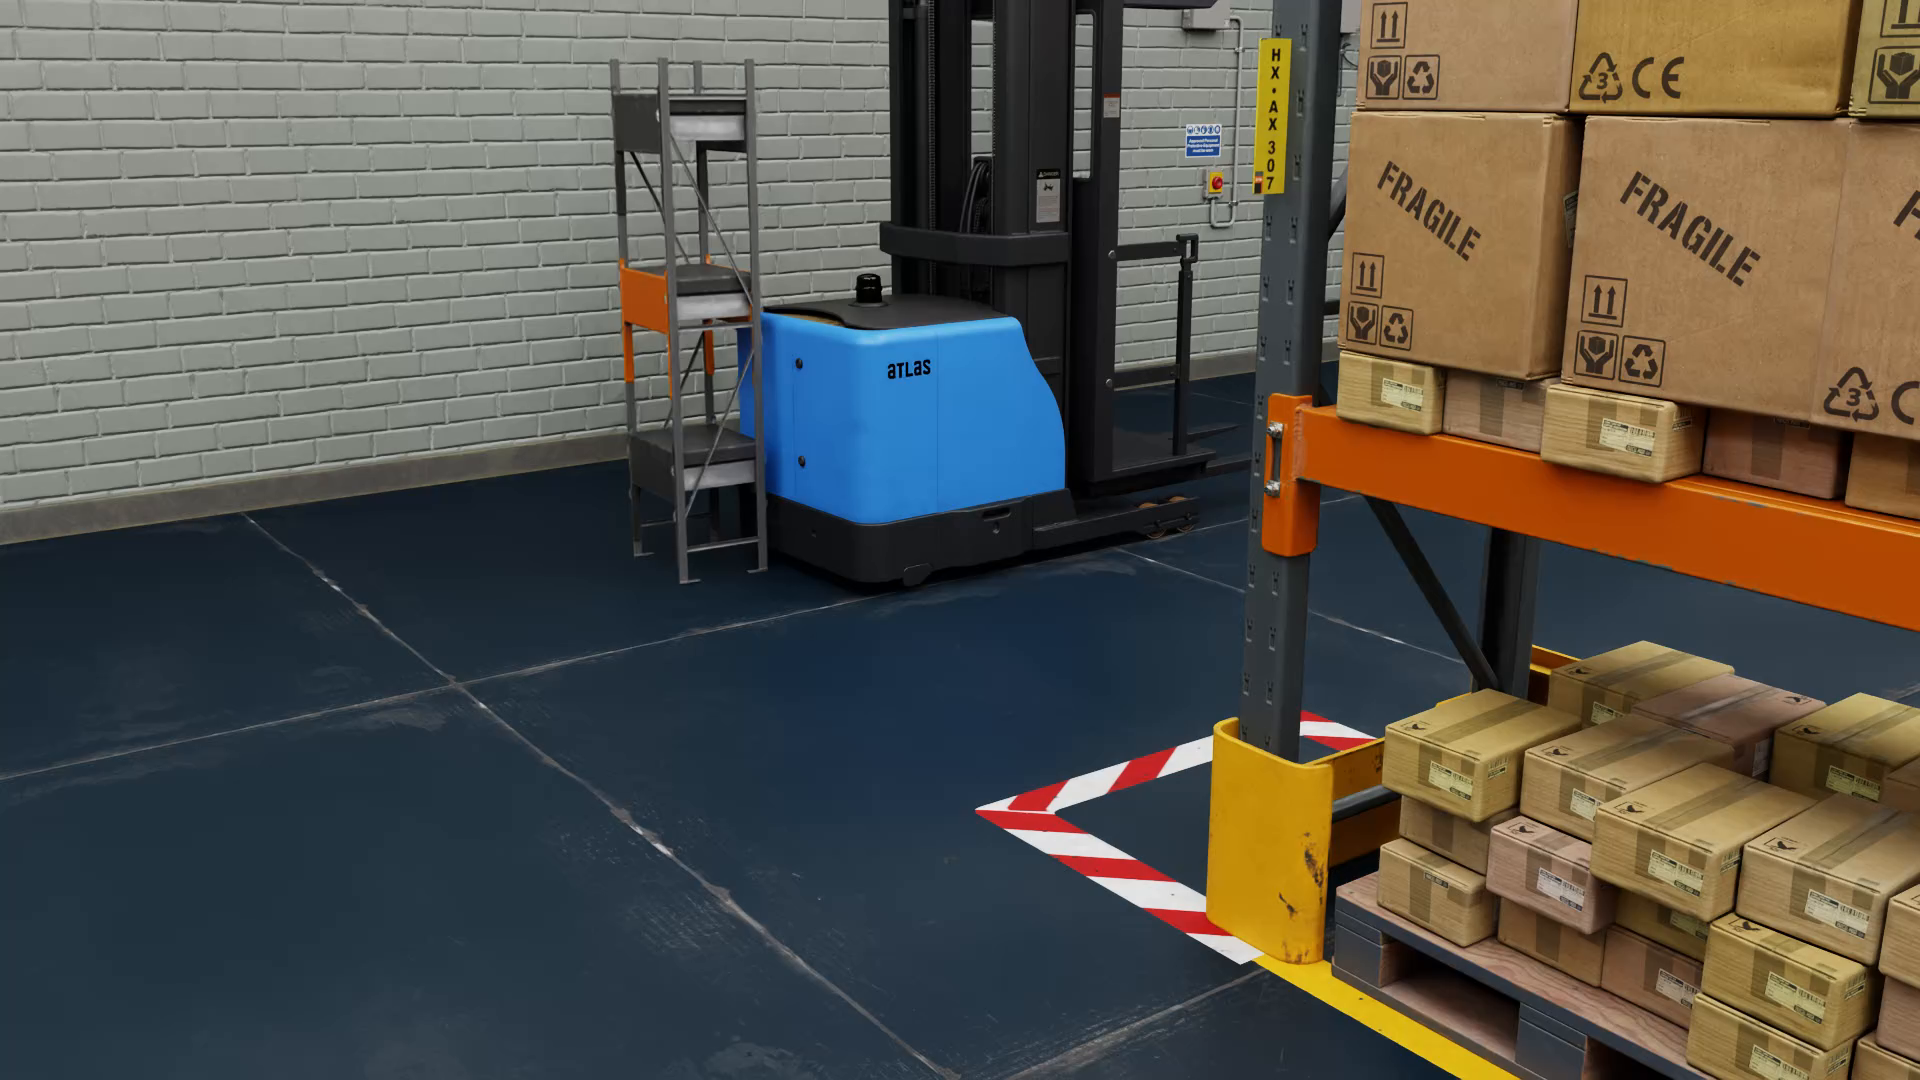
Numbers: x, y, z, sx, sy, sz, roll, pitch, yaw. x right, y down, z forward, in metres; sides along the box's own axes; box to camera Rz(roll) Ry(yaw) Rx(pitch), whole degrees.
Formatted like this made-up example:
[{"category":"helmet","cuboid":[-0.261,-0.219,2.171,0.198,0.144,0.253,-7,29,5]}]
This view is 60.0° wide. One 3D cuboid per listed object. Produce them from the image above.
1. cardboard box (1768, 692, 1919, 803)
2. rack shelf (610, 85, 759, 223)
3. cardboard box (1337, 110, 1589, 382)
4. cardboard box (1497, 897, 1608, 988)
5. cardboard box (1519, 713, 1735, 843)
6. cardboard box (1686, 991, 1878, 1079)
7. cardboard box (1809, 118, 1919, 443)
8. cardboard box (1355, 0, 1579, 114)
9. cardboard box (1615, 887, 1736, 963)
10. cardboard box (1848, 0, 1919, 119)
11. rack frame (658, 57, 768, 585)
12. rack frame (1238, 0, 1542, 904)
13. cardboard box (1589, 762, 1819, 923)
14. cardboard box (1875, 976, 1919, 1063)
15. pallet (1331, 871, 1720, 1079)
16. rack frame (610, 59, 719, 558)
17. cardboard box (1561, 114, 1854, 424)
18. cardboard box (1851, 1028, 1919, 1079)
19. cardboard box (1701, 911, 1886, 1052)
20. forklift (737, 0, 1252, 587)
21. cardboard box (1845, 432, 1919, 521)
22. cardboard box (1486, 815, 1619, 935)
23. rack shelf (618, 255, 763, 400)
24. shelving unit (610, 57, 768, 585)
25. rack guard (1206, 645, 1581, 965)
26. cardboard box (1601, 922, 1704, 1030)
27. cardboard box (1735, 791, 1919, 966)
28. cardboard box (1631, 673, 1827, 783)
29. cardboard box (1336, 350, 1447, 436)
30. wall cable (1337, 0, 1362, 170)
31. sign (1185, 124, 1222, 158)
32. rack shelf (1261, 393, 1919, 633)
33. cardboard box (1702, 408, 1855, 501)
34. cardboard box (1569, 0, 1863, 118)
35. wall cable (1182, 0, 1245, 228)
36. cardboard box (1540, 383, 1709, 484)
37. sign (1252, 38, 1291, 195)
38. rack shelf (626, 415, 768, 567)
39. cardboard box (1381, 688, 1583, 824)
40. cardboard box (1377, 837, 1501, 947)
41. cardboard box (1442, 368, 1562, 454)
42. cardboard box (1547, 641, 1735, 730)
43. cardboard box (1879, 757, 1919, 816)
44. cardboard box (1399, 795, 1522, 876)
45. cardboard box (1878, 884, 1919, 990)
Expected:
[{"category":"cardboard box","cuboid":[1.989,0.475,3.636,0.380,0.149,0.250,-11,19,-36]},{"category":"rack shelf","cuboid":[-1.117,-1.572,6.736,0.431,0.518,0.480,-9,18,-32]},{"category":"cardboard box","cuboid":[1.157,-0.635,3.462,0.500,0.500,0.500,-10,18,-32]},{"category":"cardboard box","cuboid":[1.386,0.795,3.594,0.380,0.149,0.250,-11,19,-35]},{"category":"cardboard box","cuboid":[1.409,0.508,3.515,0.380,0.149,0.250,-10,18,-34]},{"category":"cardboard box","cuboid":[1.599,0.919,3.142,0.380,0.149,0.250,-11,19,-34]},{"category":"cardboard box","cuboid":[1.770,-0.418,2.669,0.500,0.500,0.500,-11,19,-34]},{"category":"cardboard box","cuboid":[1.166,-1.119,3.336,0.500,0.500,0.500,-11,19,-35]},{"category":"cardboard box","cuboid":[1.548,0.704,3.362,0.380,0.149,0.250,-11,19,-34]},{"category":"cardboard box","cuboid":[1.755,-0.898,2.527,0.500,0.500,0.500,-11,19,-36]},{"category":"rack frame","cuboid":[-0.987,-0.855,6.718,0.400,2.100,0.015,-9,18,-32]},{"category":"rack frame","cuboid":[1.116,-0.582,4.021,1.000,3.000,0.127,-11,19,-35]},{"category":"cardboard box","cuboid":[1.454,0.582,3.246,0.380,0.149,0.250,-11,19,-35]},{"category":"cardboard box","cuboid":[1.844,0.818,2.947,0.380,0.149,0.250,-12,19,-37]},{"category":"pallet","cuboid":[1.610,0.958,3.676,1.003,0.211,1.213,-11,19,-35]},{"category":"rack frame","cuboid":[-1.253,-0.963,7.113,0.400,2.100,0.015,-9,18,-32]},{"category":"cardboard box","cuboid":[1.492,-0.525,3.059,0.500,0.500,0.500,-11,19,-34]},{"category":"cardboard box","cuboid":[1.826,0.958,2.997,0.380,0.149,0.250,-11,19,-34]},{"category":"cardboard box","cuboid":[1.611,0.776,3.100,0.380,0.149,0.250,-10,18,-33]},{"category":"forklift","cuboid":[0.495,-1.516,7.564,3.031,2.935,1.130,-12,19,-37]},{"category":"cardboard box","cuboid":[1.743,-0.131,2.850,0.380,0.149,0.250,-11,19,-35]},{"category":"cardboard box","cuboid":[1.332,0.666,3.503,0.380,0.149,0.250,-11,19,-35]},{"category":"rack shelf","cuboid":[-1.120,-0.896,6.919,0.431,0.518,0.480,-9,18,-32]},{"category":"shelving unit","cuboid":[-1.120,-0.909,6.915,0.431,2.100,0.503,-9,18,-32]},{"category":"rack guard","cuboid":[1.161,0.640,4.292,1.175,0.500,0.348,-11,19,-35]},{"category":"cardboard box","cuboid":[1.537,0.847,3.404,0.380,0.149,0.250,-11,19,-34]},{"category":"cardboard box","cuboid":[1.666,0.622,3.099,0.380,0.149,0.250,-12,19,-37]},{"category":"cardboard box","cuboid":[1.734,0.440,3.766,0.380,0.149,0.250,-10,18,-33]},{"category":"cardboard box","cuboid":[1.042,-0.341,3.616,0.380,0.149,0.250,-11,19,-35]},{"category":"wall cable","cuboid":[2.867,-3.285,11.972,0.588,1.984,0.122,-11,19,-35]},{"category":"sign","cuboid":[1.652,-2.708,11.278,0.327,0.218,0.001,-11,19,-35]},{"category":"rack shelf","cuboid":[2.292,0.192,2.556,1.077,0.370,4.000,-11,19,-35]},{"category":"cardboard box","cuboid":[1.603,-0.193,3.076,0.380,0.149,0.250,-10,18,-32]},{"category":"cardboard box","cuboid":[1.467,-1.012,2.946,0.500,0.500,0.500,-10,18,-33]},{"category":"wall cable","cuboid":[1.727,-3.078,11.155,0.585,1.953,0.123,-11,19,-35]},{"category":"cardboard box","cuboid":[1.340,-0.227,3.200,0.380,0.149,0.250,-12,19,-36]},{"category":"sign","cuboid":[0.678,-0.915,3.599,0.100,0.325,0.005,-11,19,-35]},{"category":"rack shelf","cuboid":[-1.123,-0.220,7.102,0.431,0.518,0.480,-9,18,-32]},{"category":"cardboard box","cuboid":[1.150,0.468,3.662,0.380,0.149,0.250,-12,19,-37]},{"category":"cardboard box","cuboid":[1.165,0.752,3.752,0.380,0.149,0.250,-10,18,-33]},{"category":"cardboard box","cuboid":[1.225,-0.293,3.440,0.380,0.149,0.250,-10,18,-33]},{"category":"cardboard box","cuboid":[1.633,0.377,3.994,0.380,0.149,0.250,-11,19,-34]},{"category":"cardboard box","cuboid":[2.090,0.540,3.398,0.380,0.149,0.250,-12,19,-37]},{"category":"cardboard box","cuboid":[1.217,0.599,3.748,0.380,0.149,0.250,-10,18,-32]},{"category":"cardboard box","cuboid":[1.822,0.683,2.878,0.380,0.149,0.250,-10,18,-32]}]
